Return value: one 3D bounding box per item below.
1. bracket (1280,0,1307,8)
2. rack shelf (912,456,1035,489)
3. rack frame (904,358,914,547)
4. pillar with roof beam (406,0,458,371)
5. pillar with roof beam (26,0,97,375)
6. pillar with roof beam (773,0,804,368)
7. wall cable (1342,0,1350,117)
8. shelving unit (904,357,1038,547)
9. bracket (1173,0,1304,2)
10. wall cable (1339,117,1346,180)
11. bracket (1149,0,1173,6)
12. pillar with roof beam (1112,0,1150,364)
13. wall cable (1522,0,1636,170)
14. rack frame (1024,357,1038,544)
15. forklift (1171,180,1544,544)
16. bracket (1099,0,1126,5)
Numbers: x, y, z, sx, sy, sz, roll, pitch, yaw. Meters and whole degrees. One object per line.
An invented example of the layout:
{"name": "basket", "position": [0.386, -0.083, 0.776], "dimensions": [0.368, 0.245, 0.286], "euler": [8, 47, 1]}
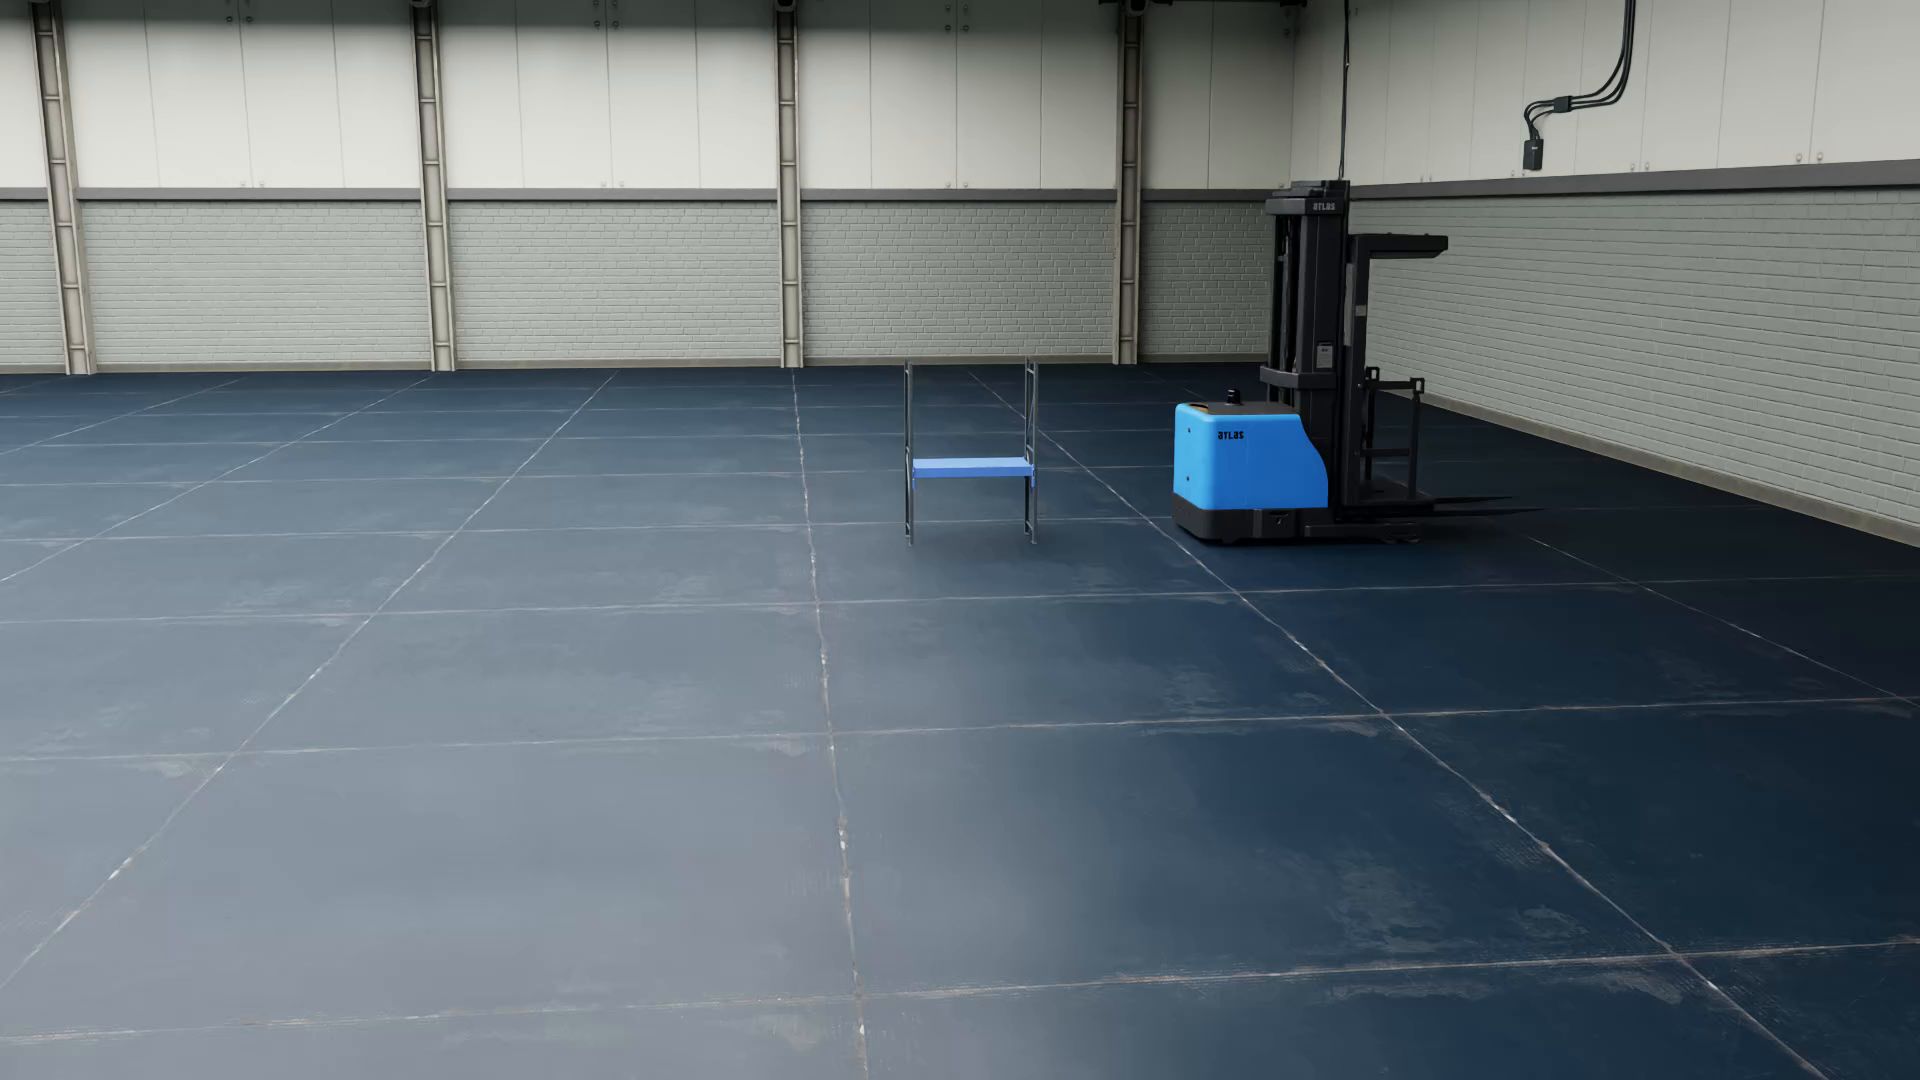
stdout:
{"name": "bracket", "position": [5.791, -9.373, 28.885], "dimensions": [0.430, 0.232, 0.235], "euler": [-1, 11, -6]}
{"name": "rack shelf", "position": [0.085, -0.561, 13.767], "dimensions": [1.000, 0.185, 0.538], "euler": [-1, 11, -6]}
{"name": "rack frame", "position": [-0.421, -0.727, 13.679], "dimensions": [0.032, 1.500, 0.500], "euler": [-1, 11, -6]}
{"name": "pillar with roof beam", "position": [-8.481, -6.541, 23.812], "dimensions": [0.548, 9.000, 9.100], "euler": [-1, 11, -6]}
{"name": "pillar with roof beam", "position": [-14.446, -6.416, 23.177], "dimensions": [0.548, 9.000, 9.100], "euler": [-1, 11, -6]}
{"name": "pillar with roof beam", "position": [-2.516, -6.666, 24.448], "dimensions": [0.548, 9.000, 9.100], "euler": [-1, 11, -6]}
{"name": "wall cable", "position": [6.348, -7.860, 25.479], "dimensions": [0.112, 2.526, 3.097], "euler": [-1, 11, -6]}
{"name": "shelving unit", "position": [0.085, -0.738, 13.732], "dimensions": [1.048, 1.500, 0.538], "euler": [-1, 11, -6]}
{"name": "bracket", "position": [5.204, -9.361, 28.822], "dimensions": [3.189, 0.066, 0.076], "euler": [-1, 11, -6]}
{"name": "wall cable", "position": [6.056, -5.901, 28.605], "dimensions": [0.112, 2.526, 3.097], "euler": [-1, 11, -6]}
{"name": "bracket", "position": [3.435, -9.323, 28.634], "dimensions": [0.430, 0.232, 0.235], "euler": [-1, 11, -6]}
{"name": "pillar with roof beam", "position": [3.449, -6.791, 25.084], "dimensions": [0.548, 9.000, 9.100], "euler": [-1, 11, -6]}
{"name": "wall cable", "position": [7.065, -7.272, 18.715], "dimensions": [0.169, 6.003, 2.305], "euler": [-1, 11, -6]}
{"name": "rack frame", "position": [0.590, -0.748, 13.786], "dimensions": [0.032, 1.500, 0.500], "euler": [-1, 11, -6]}
{"name": "forklift", "position": [3.394, -1.509, 13.948], "dimensions": [3.031, 2.935, 1.130], "euler": [-1, 11, -7]}
{"name": "bracket", "position": [2.610, -9.306, 28.546], "dimensions": [0.430, 0.232, 0.235], "euler": [-1, 11, -6]}
